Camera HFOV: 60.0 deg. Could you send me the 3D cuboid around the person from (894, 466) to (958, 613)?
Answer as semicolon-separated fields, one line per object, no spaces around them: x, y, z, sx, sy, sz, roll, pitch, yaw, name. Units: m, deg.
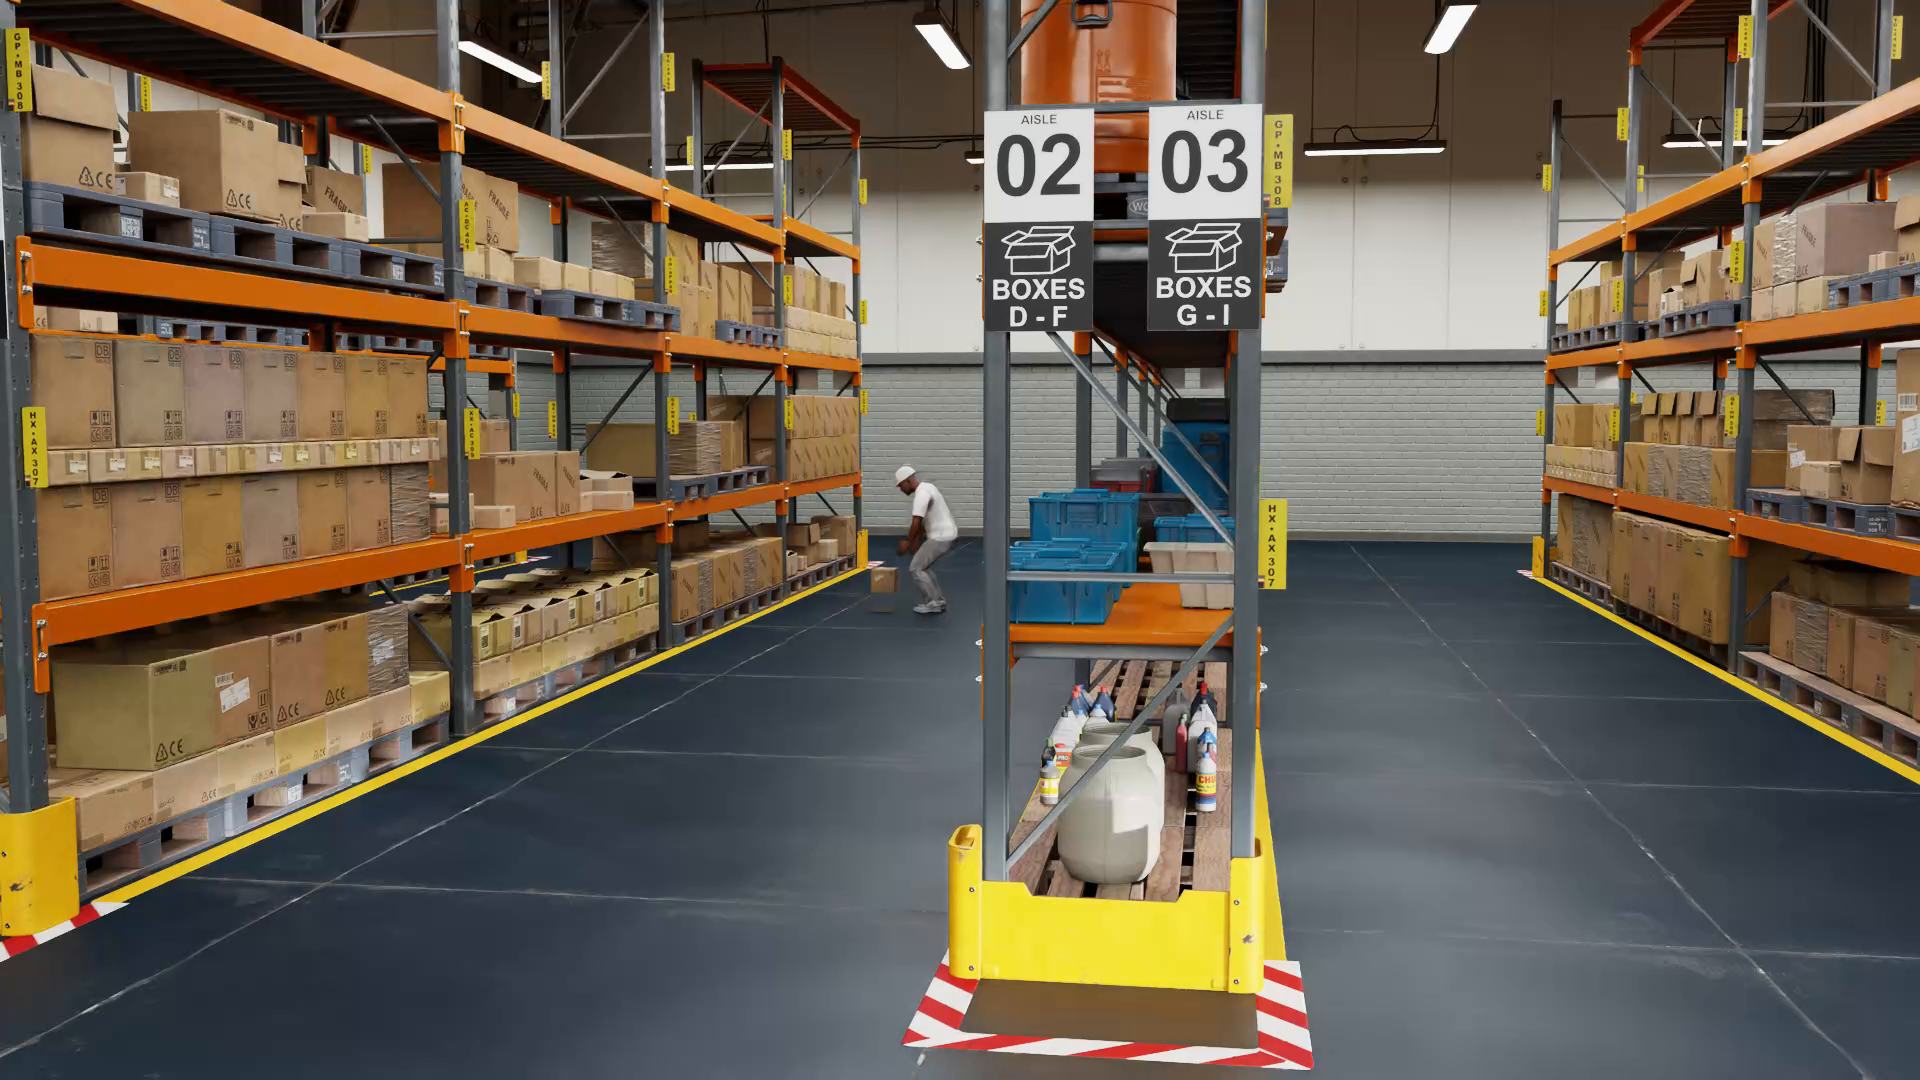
-0.369;-0.009;17.554;0.662;1.543;0.625;1;4;9;person
